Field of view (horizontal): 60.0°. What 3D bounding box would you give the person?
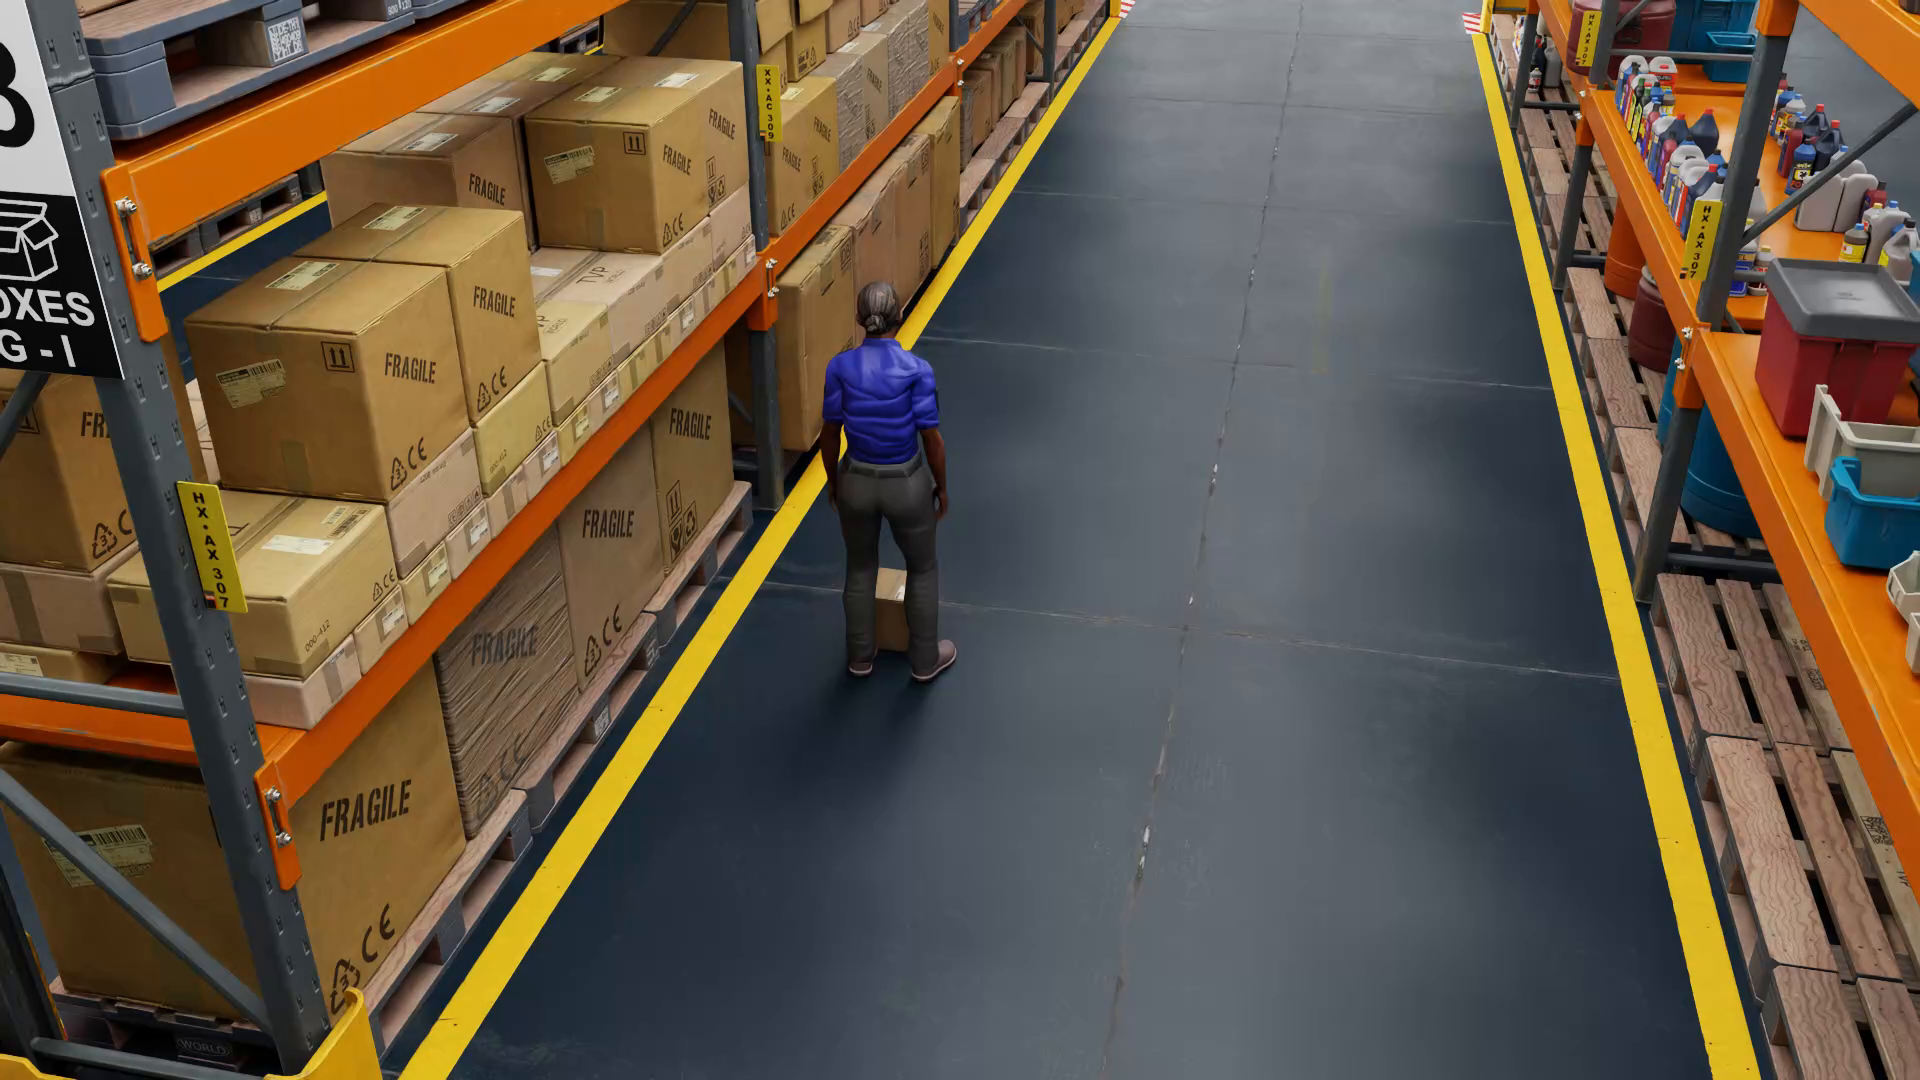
[{"bbox_3d":[-0.283,-0.195,6.497,0.508,1.640,0.346,5,29,9],"label":"person"}]
